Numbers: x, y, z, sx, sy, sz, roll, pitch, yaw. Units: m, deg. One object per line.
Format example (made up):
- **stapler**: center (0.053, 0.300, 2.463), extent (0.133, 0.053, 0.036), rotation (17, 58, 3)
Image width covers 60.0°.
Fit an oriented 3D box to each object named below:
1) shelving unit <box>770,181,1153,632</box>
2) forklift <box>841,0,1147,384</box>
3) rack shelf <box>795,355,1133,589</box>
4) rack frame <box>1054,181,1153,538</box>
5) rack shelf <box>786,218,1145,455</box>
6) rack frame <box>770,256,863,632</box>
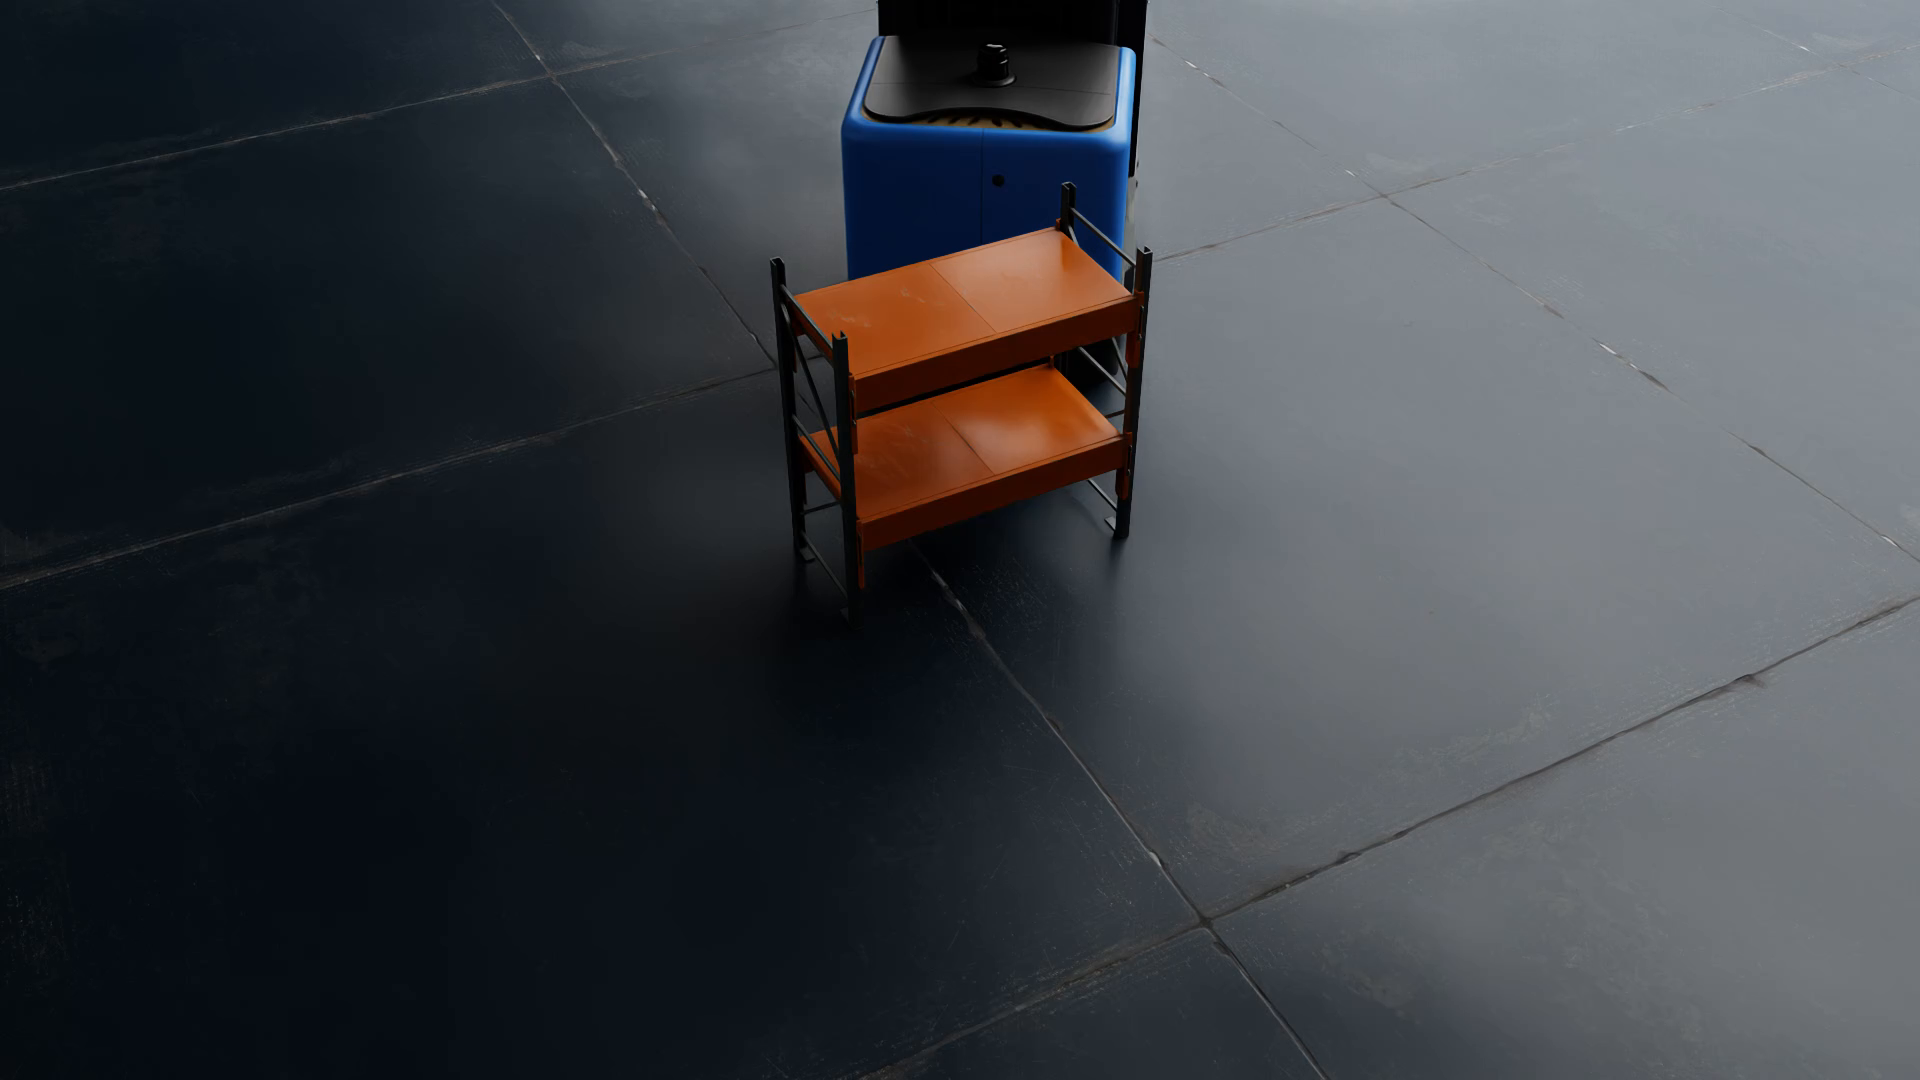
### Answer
- **shelving unit**: center (0.006, -0.431, 5.389), extent (1.048, 1.125, 0.538), rotation (-19, 44, -21)
- **forklift**: center (0.238, -2.660, 6.624), extent (1.130, 2.935, 3.031), rotation (4, 40, 5)
- **rack shelf**: center (0.006, -0.245, 5.547), extent (1.000, 0.278, 0.538), rotation (-19, 44, -21)
- **rack frame**: center (0.457, -0.583, 5.568), extent (0.032, 1.125, 0.500), rotation (-19, 44, -21)
- **rack shelf**: center (0.006, -0.655, 5.200), extent (1.000, 0.278, 0.538), rotation (-19, 44, -21)
- **rack frame**: center (-0.445, -0.280, 5.210), extent (0.032, 1.125, 0.500), rotation (-19, 44, -21)
